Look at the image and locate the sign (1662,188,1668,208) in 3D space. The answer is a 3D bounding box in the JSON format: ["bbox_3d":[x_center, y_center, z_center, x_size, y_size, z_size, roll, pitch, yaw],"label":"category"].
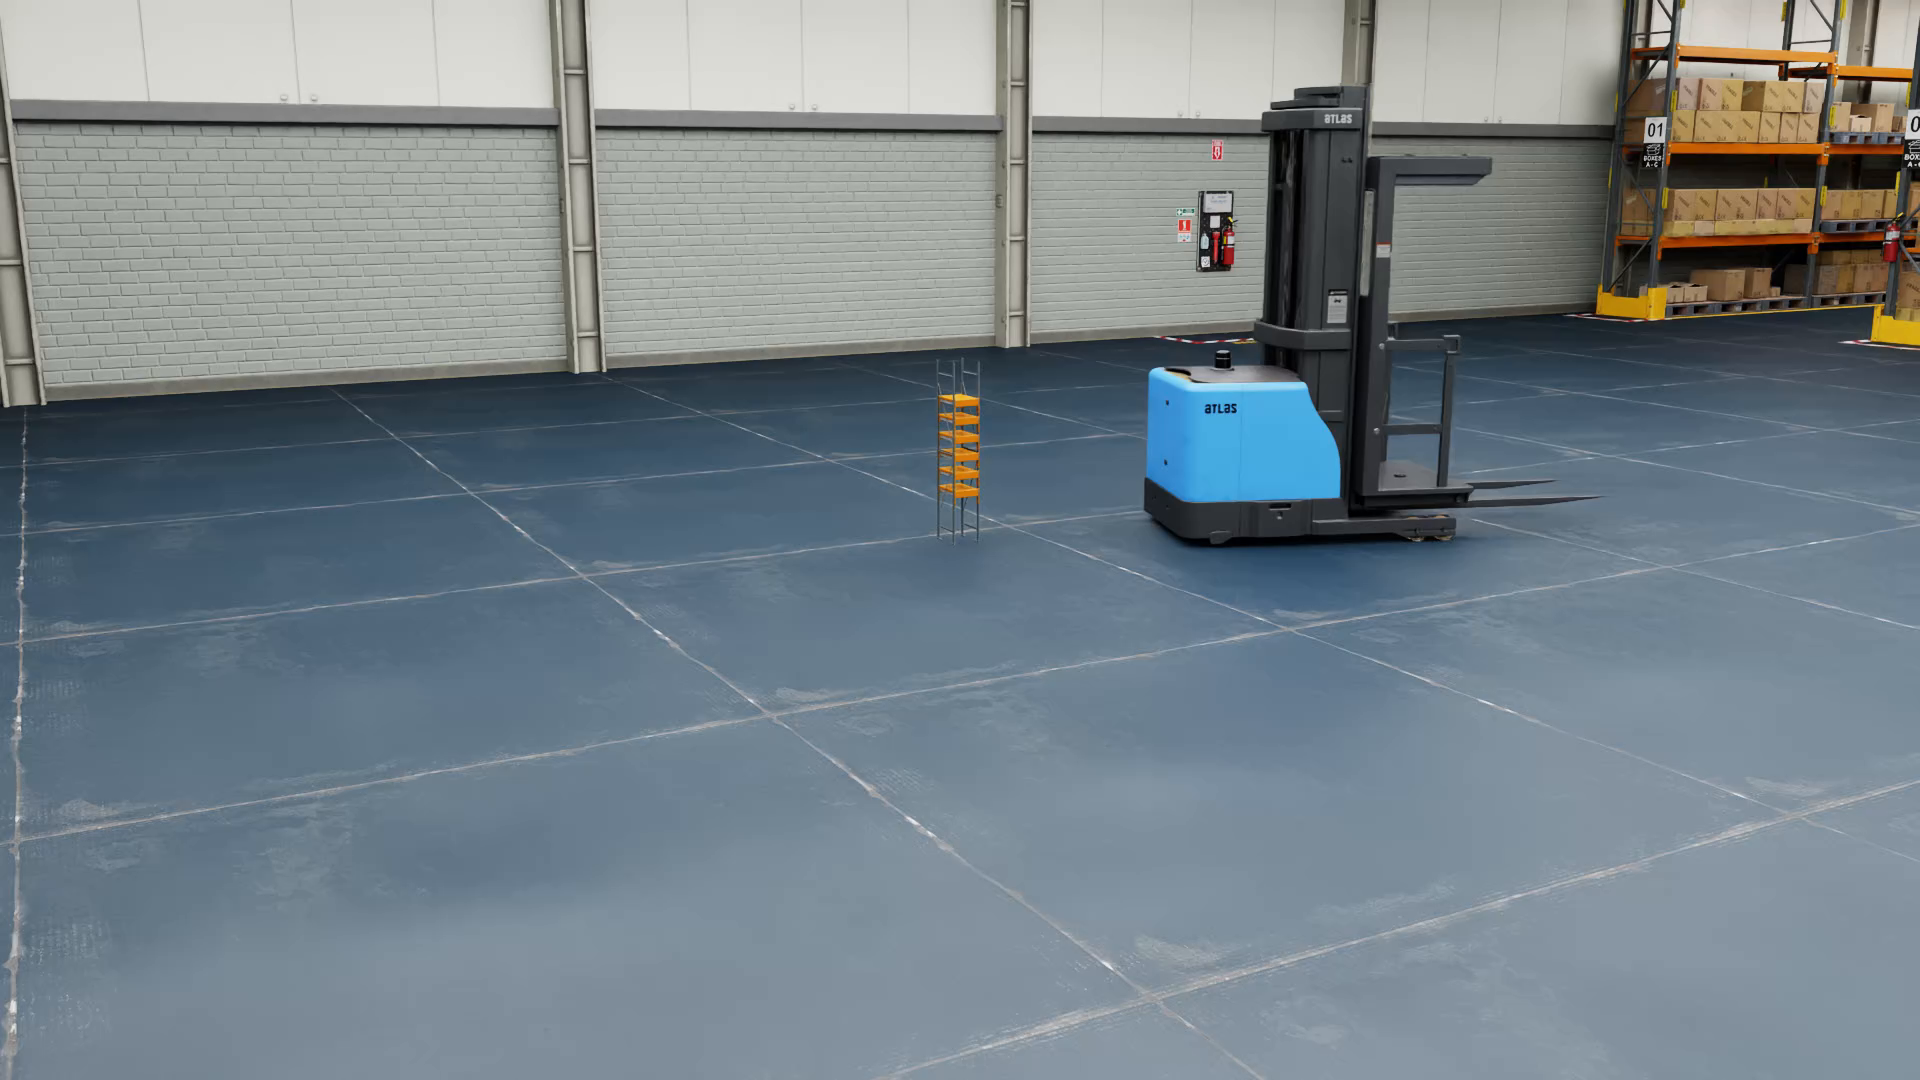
[{"bbox_3d":[11.320,-5.491,26.705,0.005,0.325,0.100,-7,14,-28],"label":"sign"}]

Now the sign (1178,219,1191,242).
[{"bbox_3d":[3.271,-4.509,24.231,0.234,0.329,0.001,-7,14,-28],"label":"sign"}]

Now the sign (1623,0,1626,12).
[{"bbox_3d":[10.811,-8.742,26.971,0.005,0.325,0.100,-7,14,-28],"label":"sign"}]

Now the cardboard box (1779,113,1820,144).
[{"bbox_3d":[14.243,-7.015,28.343,0.500,0.500,0.500,-6,14,-26],"label":"cardboard box"}]

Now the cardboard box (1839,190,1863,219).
[{"bbox_3d":[15.527,-5.962,29.539,0.500,0.500,0.700,-5,14,-22],"label":"cardboard box"}]

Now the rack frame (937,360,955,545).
[{"bbox_3d":[-0.093,-0.574,10.928,0.006,1.200,0.240,-7,14,-28],"label":"rack frame"}]

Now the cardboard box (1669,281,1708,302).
[{"bbox_3d":[12.210,-4.192,28.024,0.500,0.311,0.500,-6,14,-23],"label":"cardboard box"}]

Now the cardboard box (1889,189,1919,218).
[{"bbox_3d":[17.196,-6.163,30.432,0.500,0.500,0.700,-8,15,-33],"label":"cardboard box"}]

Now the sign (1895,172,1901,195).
[{"bbox_3d":[13.188,-5.006,23.342,0.005,0.325,0.100,-7,14,-28],"label":"sign"}]

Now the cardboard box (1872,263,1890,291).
[{"bbox_3d":[16.544,-4.835,30.451,0.500,0.500,0.700,-7,14,-28],"label":"cardboard box"}]

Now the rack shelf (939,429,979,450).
[{"bbox_3d":[-0.013,-0.658,10.954,0.180,0.103,0.258,-7,14,-28],"label":"rack shelf"}]

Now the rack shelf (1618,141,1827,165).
[{"bbox_3d":[12.815,-6.496,27.949,4.000,0.370,1.077,-7,14,-28],"label":"rack shelf"}]

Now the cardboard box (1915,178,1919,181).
[{"bbox_3d":[18.355,-6.682,31.310,0.500,0.250,0.500,-6,14,-26],"label":"cardboard box"}]

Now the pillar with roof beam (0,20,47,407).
[{"bbox_3d":[-7.744,-4.986,12.768,0.400,9.000,9.100,-7,14,-28],"label":"pillar with roof beam"}]

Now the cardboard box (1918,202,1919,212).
[{"bbox_3d":[13.680,-4.661,23.284,0.250,0.149,0.380,-7,15,-29],"label":"cardboard box"}]

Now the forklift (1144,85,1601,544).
[{"bbox_3d":[2.860,-1.532,11.239,3.031,2.935,1.130,-2,13,-9],"label":"forklift"}]

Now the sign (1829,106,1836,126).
[{"bbox_3d":[14.837,-7.206,28.287,0.005,0.325,0.100,-7,14,-28],"label":"sign"}]

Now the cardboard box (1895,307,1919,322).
[{"bbox_3d":[13.765,-3.196,23.784,0.500,0.250,0.500,-7,14,-28],"label":"cardboard box"}]

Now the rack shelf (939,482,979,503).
[{"bbox_3d":[-0.013,-0.306,11.033,0.180,0.103,0.258,-7,14,-28],"label":"rack shelf"}]

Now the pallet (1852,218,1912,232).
[{"bbox_3d":[16.363,-5.705,30.065,1.213,0.211,1.003,-7,14,-28],"label":"pallet"}]

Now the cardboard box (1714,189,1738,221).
[{"bbox_3d":[12.518,-5.571,27.621,0.500,0.500,0.500,-7,15,-30],"label":"cardboard box"}]

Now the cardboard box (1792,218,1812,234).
[{"bbox_3d":[14.300,-5.422,28.668,0.500,0.250,0.500,-7,14,-28],"label":"cardboard box"}]

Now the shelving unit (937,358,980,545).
[{"bbox_3d":[-0.013,-0.584,10.971,0.189,1.200,0.258,-7,14,-28],"label":"shelving unit"}]

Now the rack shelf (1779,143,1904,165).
[{"bbox_3d":[16.326,-6.917,29.819,4.000,0.370,1.077,-7,14,-28],"label":"rack shelf"}]

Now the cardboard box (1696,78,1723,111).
[{"bbox_3d":[11.978,-7.220,26.976,0.500,0.500,0.500,-7,14,-29],"label":"cardboard box"}]

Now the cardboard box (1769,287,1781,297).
[{"bbox_3d":[14.115,-4.364,29.121,0.250,0.166,0.380,-9,16,-35],"label":"cardboard box"}]

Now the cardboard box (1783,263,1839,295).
[{"bbox_3d":[15.208,-4.670,29.719,0.500,0.500,0.700,-6,14,-26],"label":"cardboard box"}]

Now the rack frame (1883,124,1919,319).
[{"bbox_3d":[13.436,-4.219,23.024,0.127,3.000,1.000,-7,14,-28],"label":"rack frame"}]

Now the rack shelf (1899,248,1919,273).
[{"bbox_3d":[15.192,-4.078,24.038,4.000,0.370,1.077,-7,14,-28],"label":"rack shelf"}]

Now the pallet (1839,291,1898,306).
[{"bbox_3d":[16.325,-4.445,30.380,1.213,0.211,1.003,-7,14,-28],"label":"pallet"}]

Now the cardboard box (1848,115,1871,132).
[{"bbox_3d":[15.629,-7.326,29.244,0.500,0.311,0.500,-6,14,-26],"label":"cardboard box"}]

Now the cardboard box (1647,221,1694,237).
[{"bbox_3d":[11.640,-5.100,27.235,0.500,0.250,0.500,-7,15,-29],"label":"cardboard box"}]

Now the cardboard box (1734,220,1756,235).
[{"bbox_3d":[12.984,-5.263,27.957,0.500,0.250,0.500,-7,14,-27],"label":"cardboard box"}]

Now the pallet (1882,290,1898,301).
[{"bbox_3d":[17.395,-4.573,30.946,1.213,0.211,1.003,-7,14,-28],"label":"pallet"}]

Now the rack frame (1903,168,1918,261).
[{"bbox_3d":[18.081,-6.015,31.004,0.127,3.000,1.000,-7,14,-28],"label":"rack frame"}]

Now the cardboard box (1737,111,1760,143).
[{"bbox_3d":[12.875,-6.848,27.600,0.500,0.500,0.500,-6,14,-24],"label":"cardboard box"}]

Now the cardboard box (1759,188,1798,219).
[{"bbox_3d":[13.868,-5.734,28.342,0.500,0.500,0.500,-7,14,-28],"label":"cardboard box"}]

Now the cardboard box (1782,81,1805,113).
[{"bbox_3d":[13.782,-7.439,27.949,0.500,0.500,0.500,-6,14,-25],"label":"cardboard box"}]

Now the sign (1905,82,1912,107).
[{"bbox_3d":[13.188,-6.182,23.078,0.005,0.325,0.100,-7,14,-28],"label":"sign"}]

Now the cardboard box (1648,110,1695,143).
[{"bbox_3d":[11.473,-6.682,26.864,0.500,0.500,0.500,-6,14,-26],"label":"cardboard box"}]

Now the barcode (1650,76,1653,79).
[{"bbox_3d":[11.443,-7.637,27.509,0.075,0.075,0.001,-7,14,-28],"label":"barcode"}]

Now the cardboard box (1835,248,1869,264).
[{"bbox_3d":[16.048,-5.138,30.092,0.500,0.250,0.500,-7,15,-29],"label":"cardboard box"}]

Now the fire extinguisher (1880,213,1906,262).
[{"bbox_3d":[13.110,-4.258,23.375,0.183,0.674,0.296,-7,14,-28],"label":"fire extinguisher"}]

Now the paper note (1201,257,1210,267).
[{"bbox_3d":[3.617,-4.095,24.478,0.142,0.148,0.016,-7,14,-28],"label":"paper note"}]

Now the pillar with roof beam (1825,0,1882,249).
[{"bbox_3d":[18.589,-8.142,26.792,0.400,9.000,9.100,-7,14,-28],"label":"pillar with roof beam"}]
